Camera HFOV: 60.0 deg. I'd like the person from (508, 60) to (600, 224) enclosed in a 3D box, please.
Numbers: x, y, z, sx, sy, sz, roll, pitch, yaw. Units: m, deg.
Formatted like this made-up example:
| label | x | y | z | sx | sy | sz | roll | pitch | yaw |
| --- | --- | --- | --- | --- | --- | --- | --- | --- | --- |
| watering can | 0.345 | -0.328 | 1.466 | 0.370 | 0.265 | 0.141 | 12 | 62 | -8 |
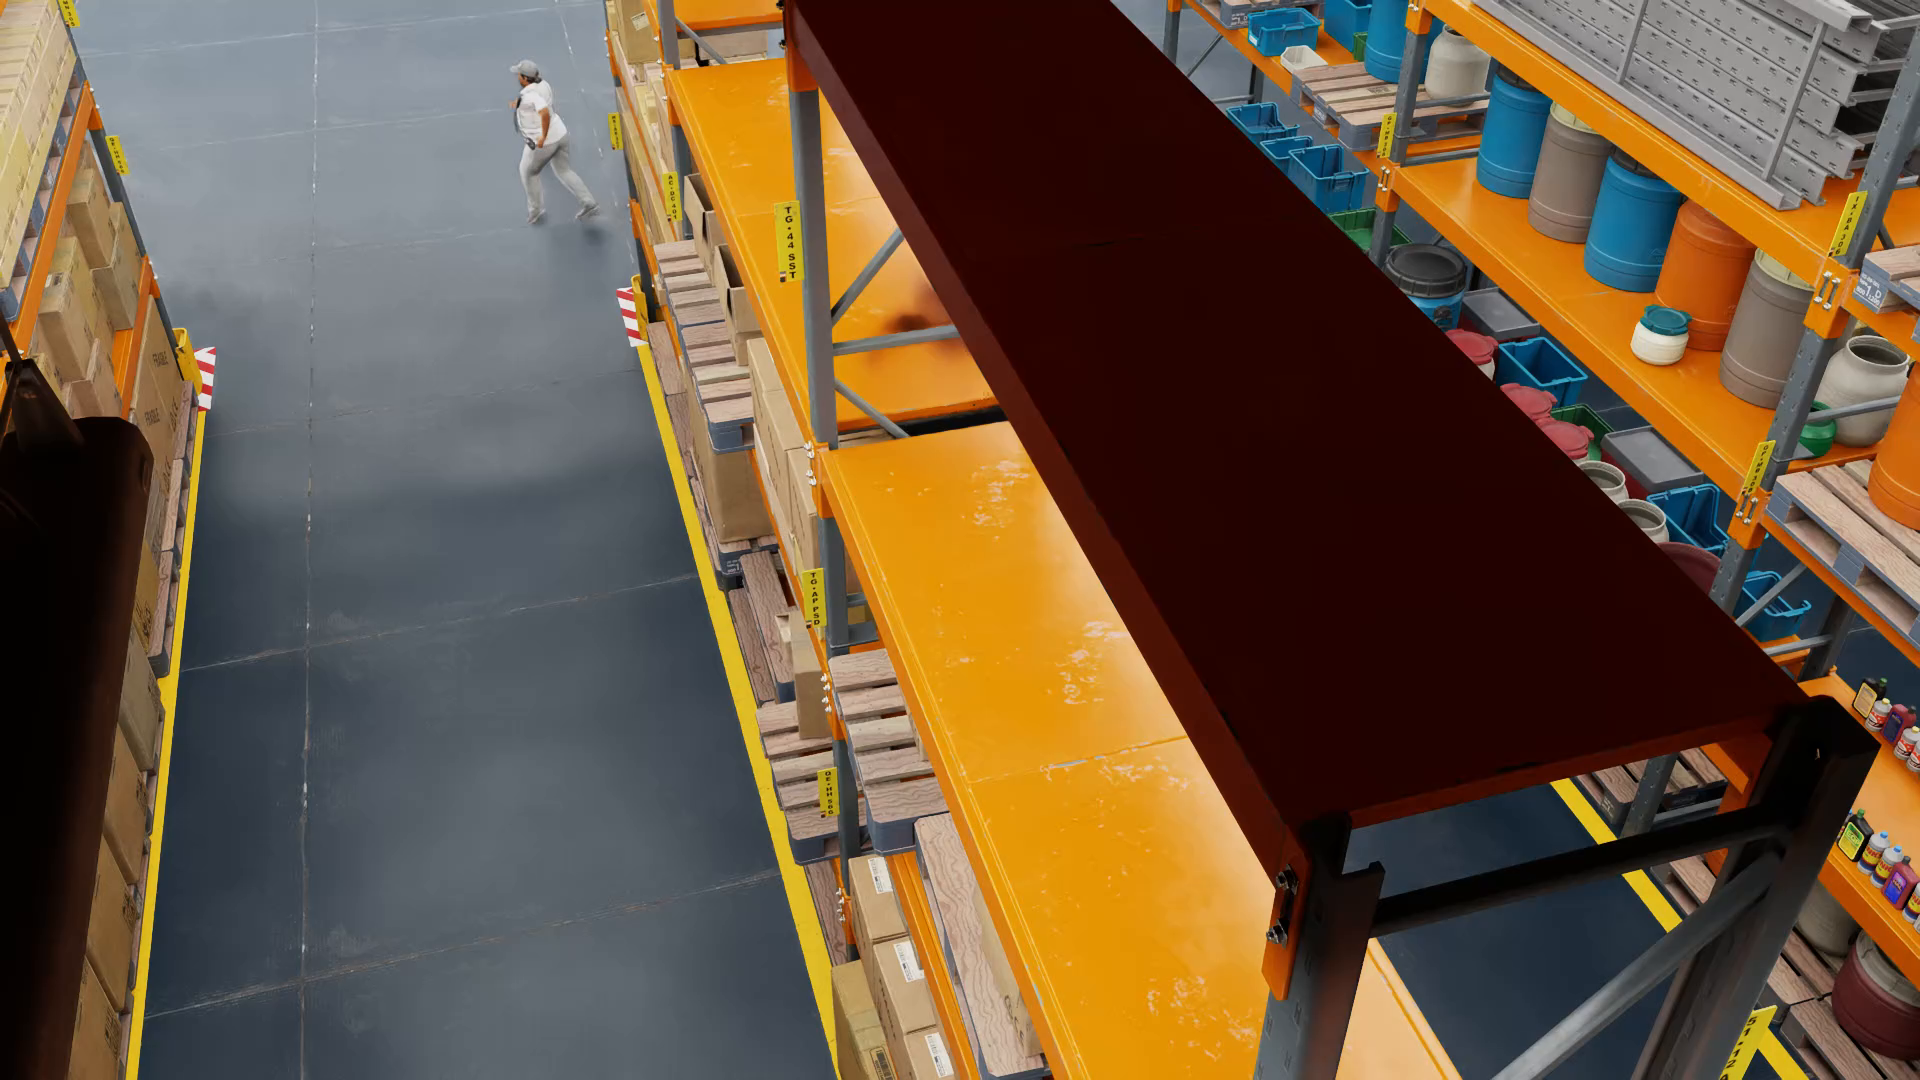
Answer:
| label | x | y | z | sx | sy | sz | roll | pitch | yaw |
| --- | --- | --- | --- | --- | --- | --- | --- | --- | --- |
| person | -4.031 | -3.873 | 16.411 | 0.839 | 1.741 | 0.591 | 13 | 40 | 15 |
